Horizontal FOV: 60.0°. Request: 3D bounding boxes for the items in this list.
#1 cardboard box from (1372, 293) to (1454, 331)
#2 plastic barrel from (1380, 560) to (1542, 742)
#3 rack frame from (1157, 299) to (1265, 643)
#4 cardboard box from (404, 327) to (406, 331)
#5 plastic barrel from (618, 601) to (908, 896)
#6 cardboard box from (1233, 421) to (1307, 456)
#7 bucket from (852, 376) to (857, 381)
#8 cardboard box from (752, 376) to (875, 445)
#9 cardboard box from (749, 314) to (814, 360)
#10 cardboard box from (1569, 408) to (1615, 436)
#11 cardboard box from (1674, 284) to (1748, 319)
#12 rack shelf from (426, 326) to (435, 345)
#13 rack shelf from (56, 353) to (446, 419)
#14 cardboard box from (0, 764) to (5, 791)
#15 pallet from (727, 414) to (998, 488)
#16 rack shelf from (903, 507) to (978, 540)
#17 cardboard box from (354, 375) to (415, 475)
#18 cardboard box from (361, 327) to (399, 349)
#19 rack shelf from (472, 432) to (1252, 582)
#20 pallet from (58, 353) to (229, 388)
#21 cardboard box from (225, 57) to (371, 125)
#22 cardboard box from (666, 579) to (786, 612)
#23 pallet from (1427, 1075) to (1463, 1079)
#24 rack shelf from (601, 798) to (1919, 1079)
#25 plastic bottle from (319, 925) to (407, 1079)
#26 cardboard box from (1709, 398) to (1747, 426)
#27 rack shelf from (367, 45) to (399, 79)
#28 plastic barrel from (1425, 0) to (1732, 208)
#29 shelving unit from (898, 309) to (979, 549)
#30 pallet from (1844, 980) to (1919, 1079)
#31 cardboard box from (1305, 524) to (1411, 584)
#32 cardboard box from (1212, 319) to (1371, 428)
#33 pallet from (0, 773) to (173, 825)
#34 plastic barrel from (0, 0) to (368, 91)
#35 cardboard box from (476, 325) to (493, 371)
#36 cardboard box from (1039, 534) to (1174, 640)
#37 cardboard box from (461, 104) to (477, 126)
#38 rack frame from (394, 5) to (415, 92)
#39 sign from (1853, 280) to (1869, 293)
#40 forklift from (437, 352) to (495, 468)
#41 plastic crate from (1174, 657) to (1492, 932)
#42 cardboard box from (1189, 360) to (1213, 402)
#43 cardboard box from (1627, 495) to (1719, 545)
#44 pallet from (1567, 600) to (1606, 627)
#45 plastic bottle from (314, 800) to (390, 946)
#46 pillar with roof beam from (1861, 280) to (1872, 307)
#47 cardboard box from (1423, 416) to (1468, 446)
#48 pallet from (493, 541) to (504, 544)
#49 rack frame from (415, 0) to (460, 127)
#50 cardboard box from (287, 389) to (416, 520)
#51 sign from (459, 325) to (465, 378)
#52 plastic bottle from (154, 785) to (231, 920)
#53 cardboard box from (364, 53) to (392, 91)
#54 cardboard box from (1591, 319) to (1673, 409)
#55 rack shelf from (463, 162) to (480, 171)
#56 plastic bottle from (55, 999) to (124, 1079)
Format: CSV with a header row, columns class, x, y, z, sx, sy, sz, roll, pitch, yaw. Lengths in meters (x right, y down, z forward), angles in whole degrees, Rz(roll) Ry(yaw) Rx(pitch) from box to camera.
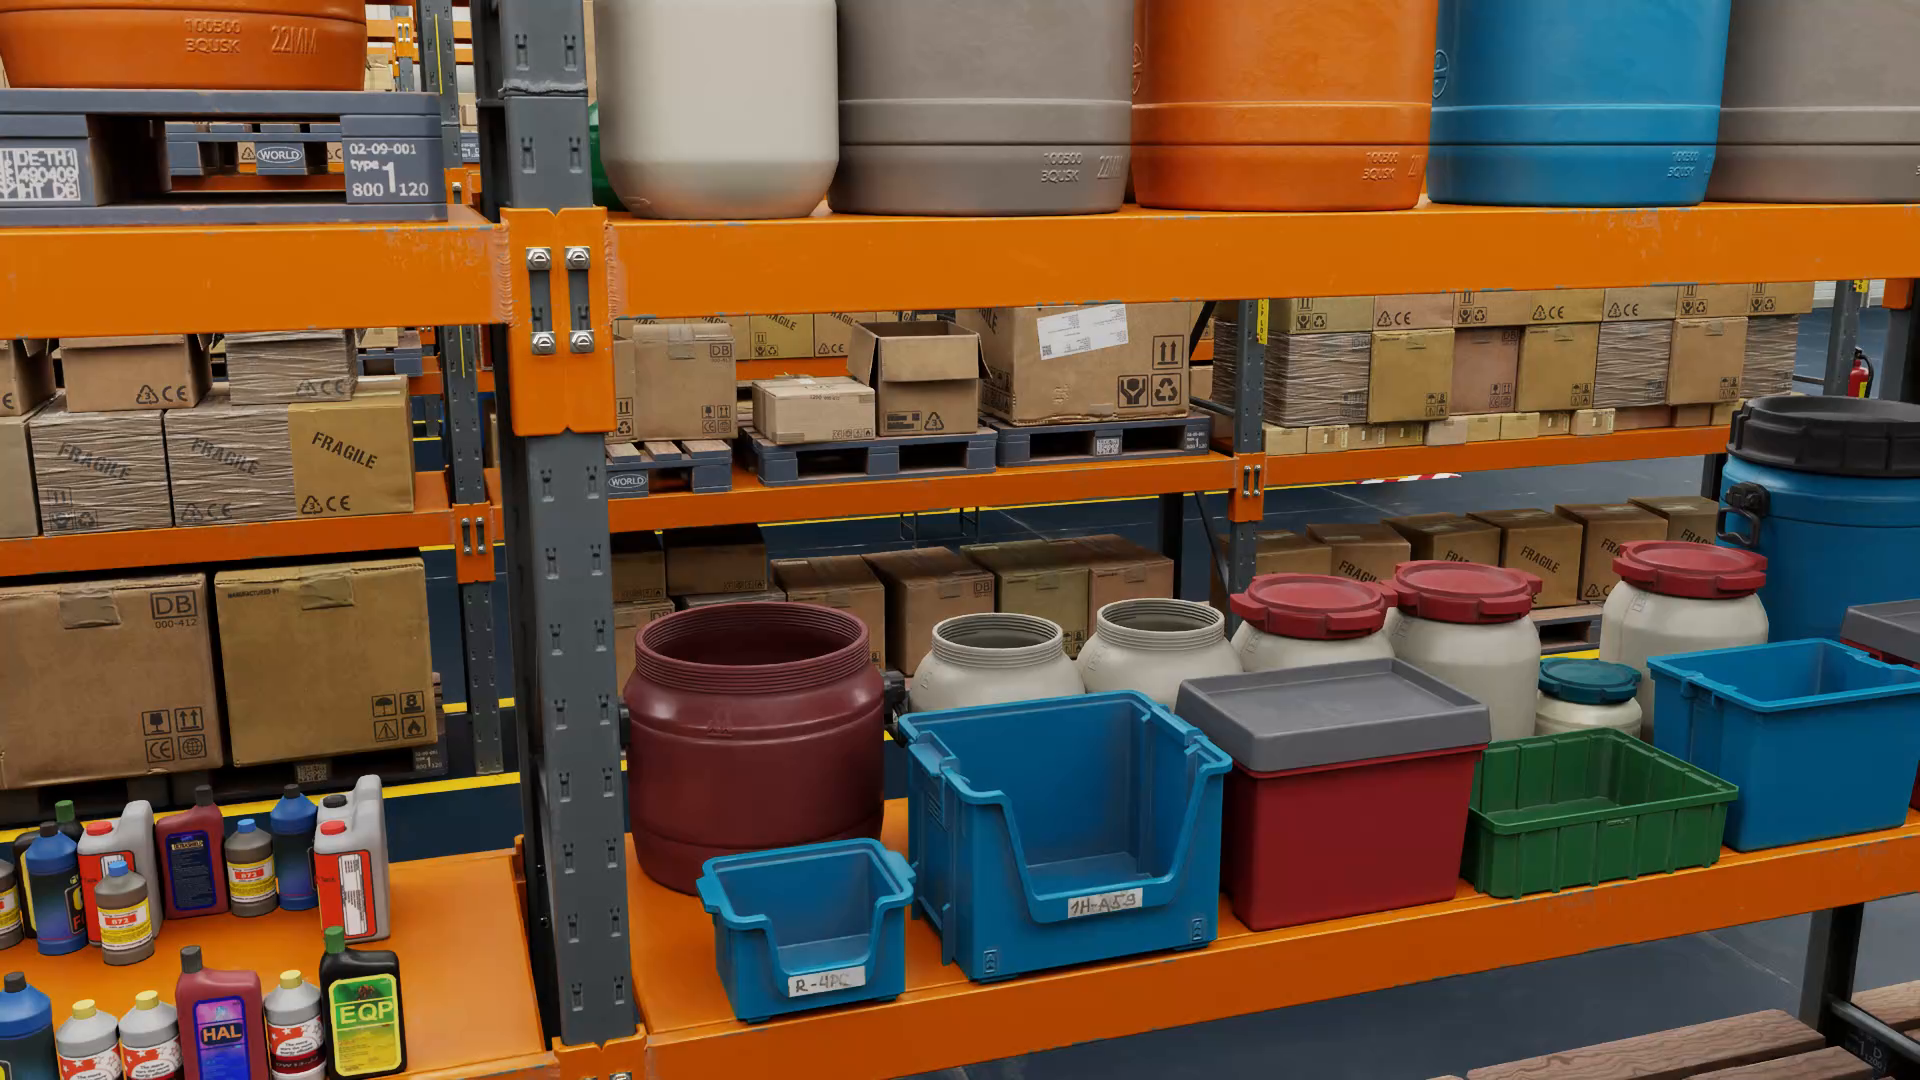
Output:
class,x,y,z,sx,sy,sz,roll,pitch,yaw
cardboard box,2.374,-1.436,9.179,0.500,0.500,0.500,-4,14,-18
plastic barrel,1.300,0.355,4.374,0.433,0.535,0.433,0,13,0
rack frame,1.393,-0.742,9.279,0.127,3.000,1.000,-4,14,-18
cardboard box,-7.478,-2.618,21.662,0.500,0.500,0.500,-4,14,-16
plastic barrel,-0.475,0.473,3.879,0.708,0.536,0.600,-4,14,-18
cardboard box,1.692,-0.569,9.097,0.250,0.149,0.380,-4,14,-18
bucket,-0.700,-1.500,16.255,0.620,0.611,0.726,-9,13,4
cardboard box,-0.737,-0.651,8.315,0.500,0.250,0.500,-5,14,-20
cardboard box,-1.461,-1.714,13.150,0.500,0.500,0.500,-4,14,-17
cardboard box,3.591,-0.715,9.708,0.250,0.149,0.380,-4,14,-18
cardboard box,4.269,-1.584,9.799,0.500,0.500,0.500,-4,14,-18
rack shelf,-3.663,-2.418,17.879,4.000,0.370,1.077,-4,14,-18
rack shelf,-5.780,-1.044,12.105,4.000,0.370,1.077,-4,14,-18
cardboard box,-4.743,0.560,7.489,0.875,0.875,1.225,-5,14,-20
pallet,-0.535,-0.508,8.712,1.213,0.211,1.003,-4,14,-18
rack shelf,-0.157,-0.315,12.514,0.480,0.518,0.431,-4,14,-18
cardboard box,-2.946,-0.519,8.126,0.500,0.500,0.500,-4,14,-16
cardboard box,-4.205,-1.487,12.046,0.250,0.149,0.380,-4,14,-17
rack shelf,-0.503,-0.244,8.742,4.000,0.370,1.077,-4,14,-18
pallet,-5.748,-1.293,12.013,1.213,0.211,1.003,-4,14,-18
cardboard box,-2.954,-2.100,7.374,0.637,0.503,0.797,-4,14,-15
cardboard box,-1.248,0.458,8.686,0.500,0.500,0.700,-6,15,-23
pallet,1.082,1.859,4.373,1.213,0.211,1.003,-4,14,-18
rack shelf,1.077,0.842,4.175,4.000,0.370,1.077,-4,14,-18
plastic bottle,-1.066,0.820,2.966,0.133,0.283,0.061,-4,14,-18
cardboard box,4.522,-0.800,10.068,0.250,0.149,0.380,-4,14,-18
rack shelf,-9.041,-5.935,20.566,4.000,0.370,1.077,-4,14,-18
plastic barrel,1.320,-1.177,3.543,0.708,0.901,0.600,-4,14,-18
shelving unit,-0.157,-1.009,12.348,0.503,2.100,0.431,-4,14,-18
pallet,3.622,1.661,5.205,1.213,0.211,1.003,-4,14,-18
cardboard box,2.325,0.205,9.792,0.500,0.500,0.500,0,13,0
cardboard box,1.839,-0.955,9.316,0.500,0.500,0.875,-4,14,-18
pallet,-4.324,1.041,7.810,1.213,0.211,1.003,-4,14,-18
plastic barrel,-1.358,-1.191,2.852,0.708,0.830,0.600,-4,14,-18
cardboard box,-3.373,-1.564,12.521,0.500,0.500,0.500,-4,14,-17
cardboard box,0.804,0.301,9.347,0.500,0.500,0.700,-6,14,-22
cardboard box,-3.517,-3.121,12.220,0.250,0.149,0.380,-5,14,-20
rack frame,-5.559,-5.539,16.481,0.127,3.000,1.000,-4,14,-18
sign,5.342,-1.631,9.832,0.005,0.325,0.100,-4,14,-18
forklift,-3.284,-2.175,15.453,3.031,2.935,1.130,-6,15,-23
plastic crate,0.810,0.557,3.683,0.583,0.464,0.402,-4,14,-18
cardboard box,2.243,-1.173,14.776,0.875,0.875,0.875,-5,14,-19
cardboard box,4.587,0.017,10.582,0.500,0.500,0.500,-2,14,-8
pallet,4.331,0.377,10.600,1.213,0.211,1.003,-4,14,-18
plastic bottle,-1.283,0.695,3.509,0.135,0.276,0.152,-4,14,-18
pillar with roof beam,17.922,-7.748,25.770,0.400,9.000,9.100,-4,14,-18
cardboard box,2.646,-0.639,9.392,0.250,0.149,0.380,-4,14,-18
pallet,-3.113,-0.227,13.140,1.213,0.211,1.003,-4,14,-18
rack frame,-2.398,-3.365,7.344,0.127,3.000,1.000,-4,14,-18
cardboard box,-2.787,-0.404,7.645,0.500,0.500,0.500,-4,14,-16
sign,-2.218,-0.888,7.393,0.005,0.325,0.100,-4,14,-18
plastic bottle,-1.658,0.672,3.588,0.133,0.283,0.061,-4,14,-18
cardboard box,-4.185,-3.335,11.830,0.258,0.266,0.396,-4,14,-18
cardboard box,3.731,-1.105,9.948,0.500,0.500,0.875,-4,14,-18
rack shelf,-1.989,-2.799,12.999,4.000,0.370,1.077,-4,14,-18
plastic bottle,-1.492,0.889,2.854,0.097,0.201,0.097,0,13,0
